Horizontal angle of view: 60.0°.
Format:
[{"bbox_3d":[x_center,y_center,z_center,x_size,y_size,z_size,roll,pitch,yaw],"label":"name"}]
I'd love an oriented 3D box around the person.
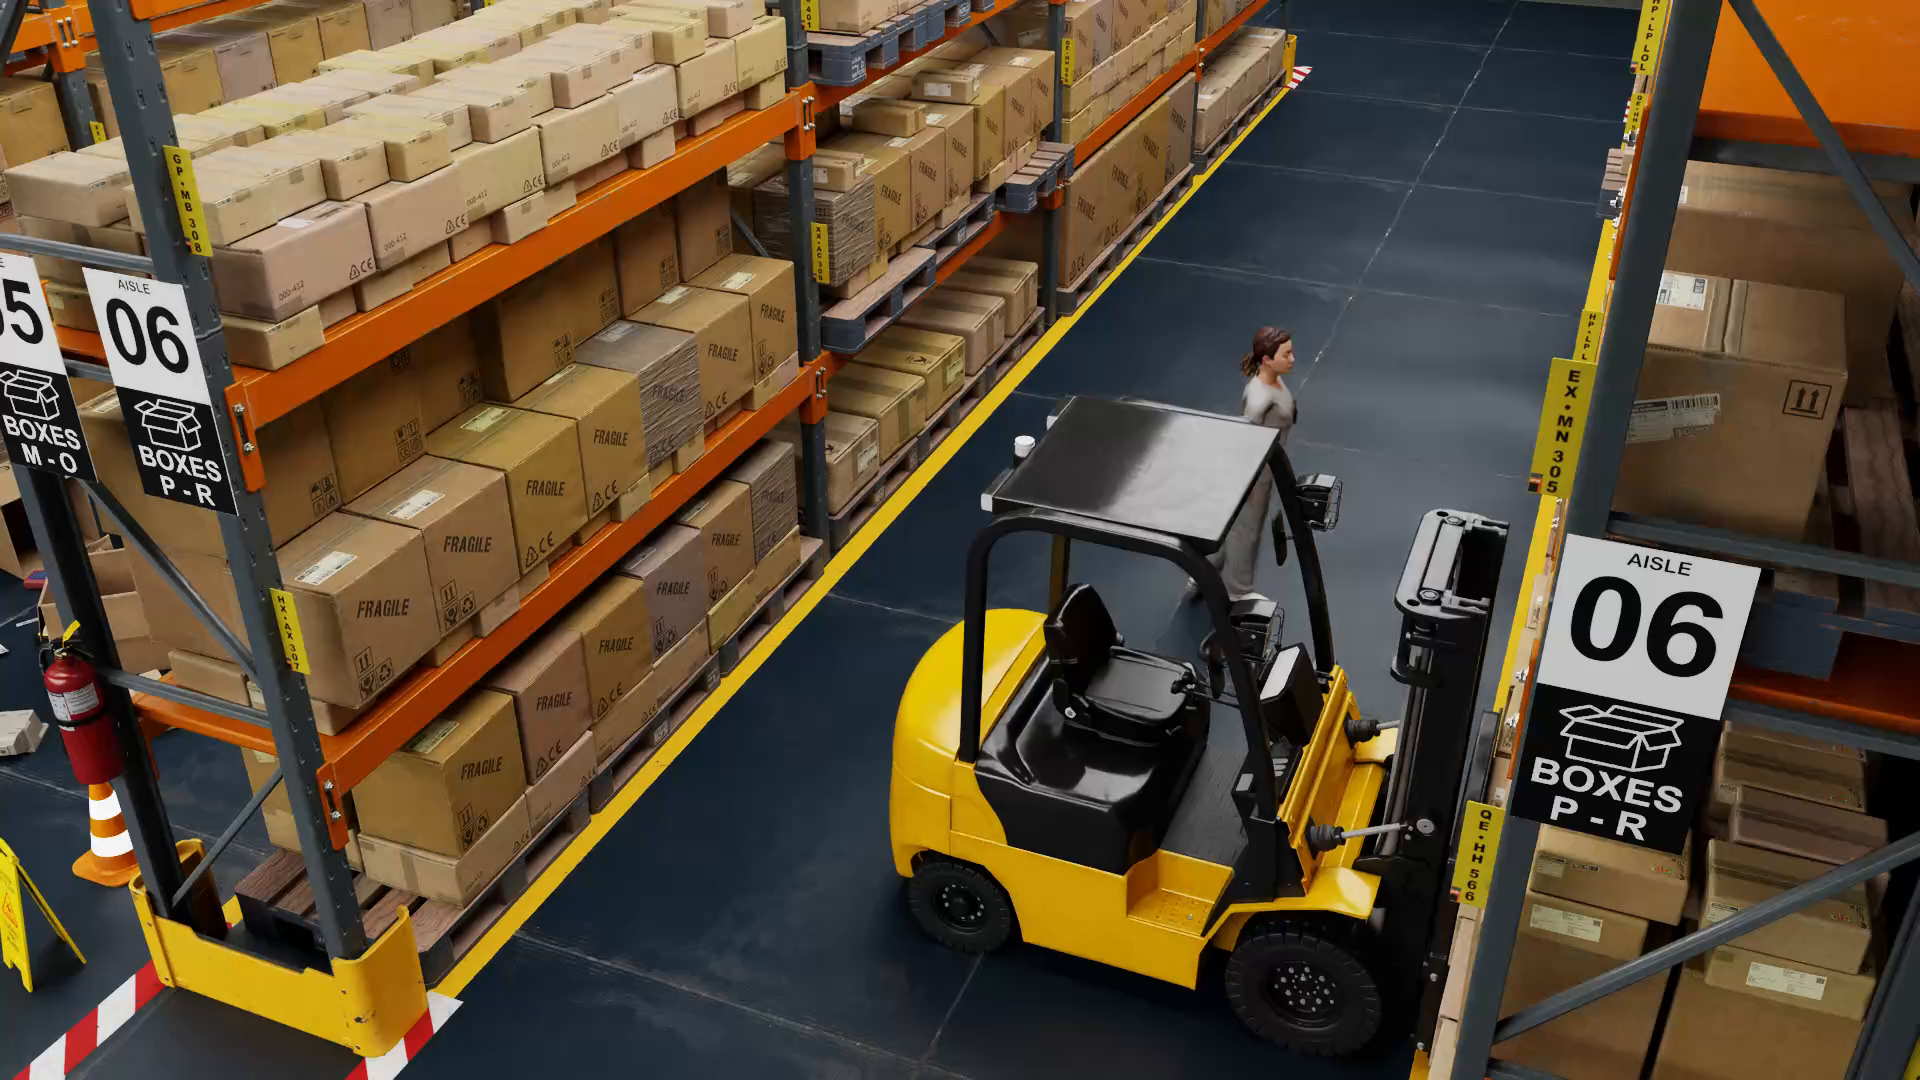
[{"bbox_3d":[1.550,-0.388,9.063,0.497,1.668,0.449,7,30,12],"label":"person"}]
